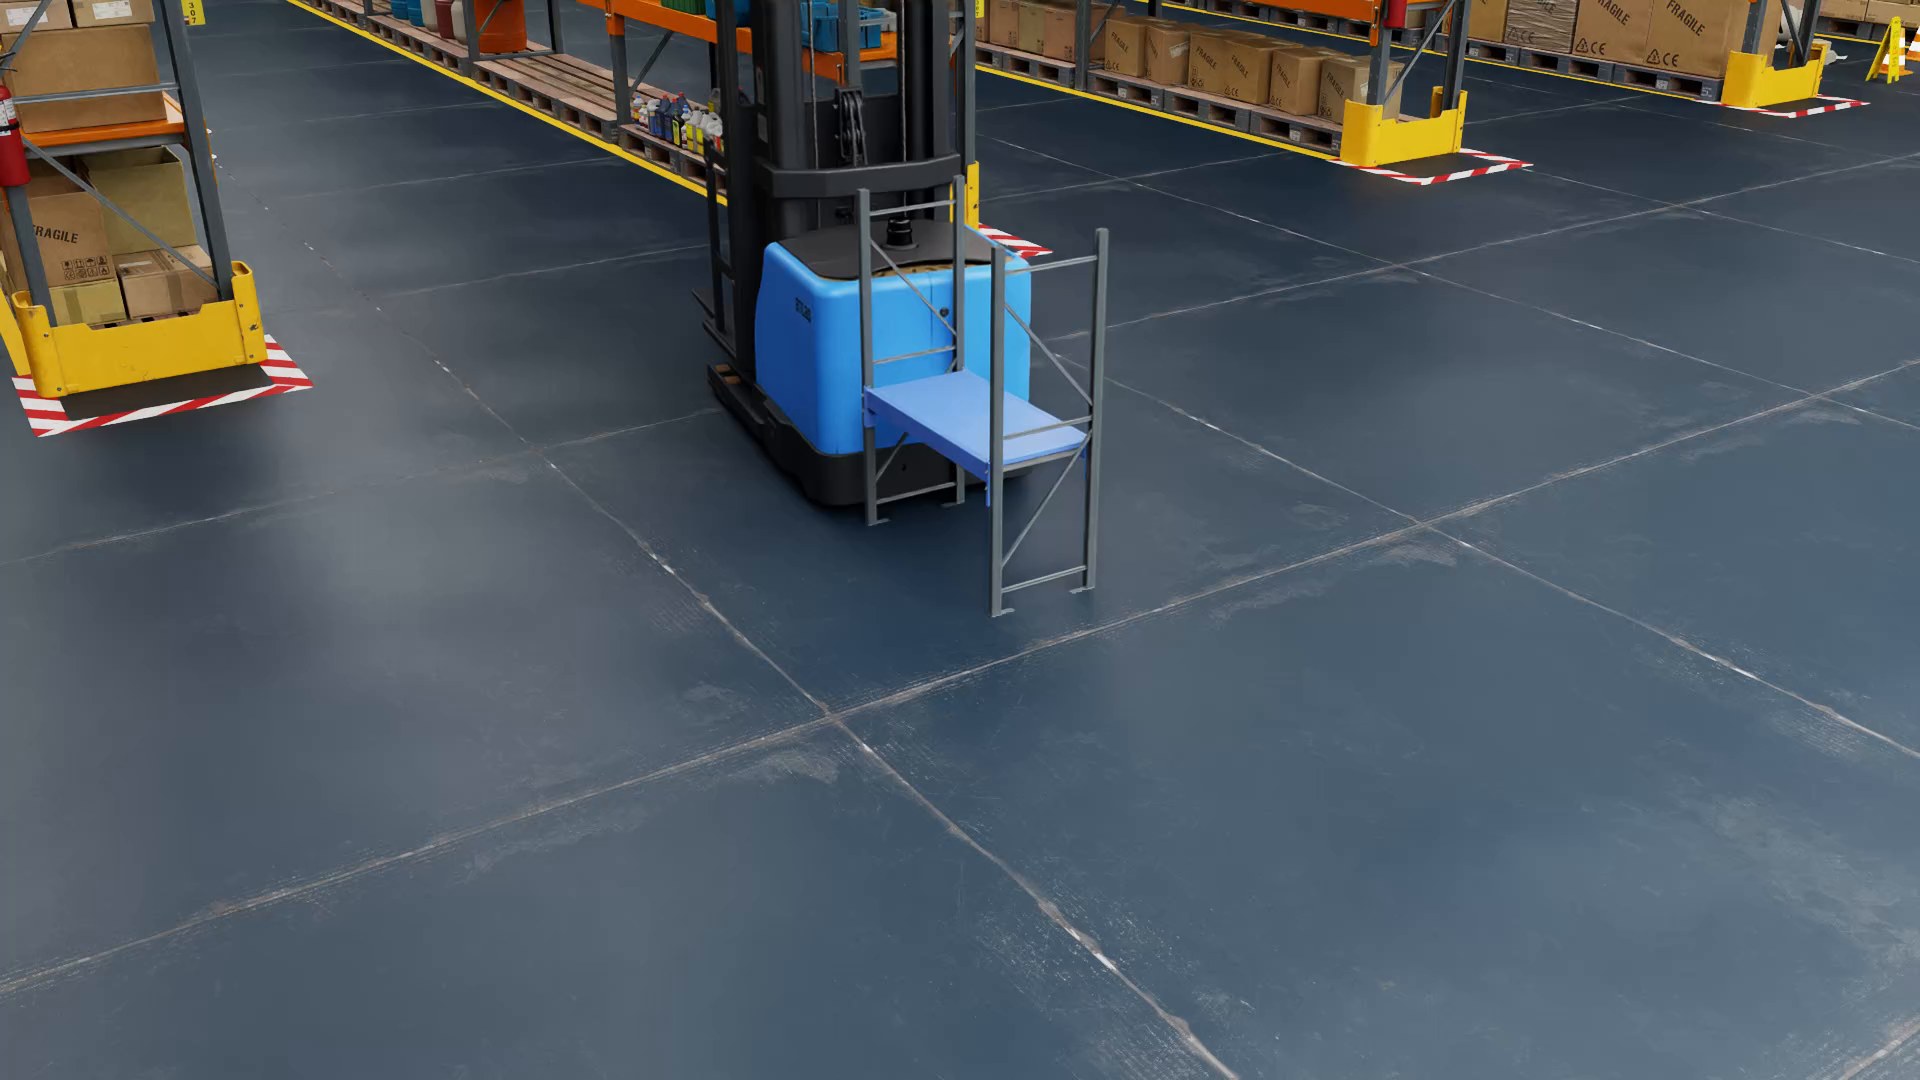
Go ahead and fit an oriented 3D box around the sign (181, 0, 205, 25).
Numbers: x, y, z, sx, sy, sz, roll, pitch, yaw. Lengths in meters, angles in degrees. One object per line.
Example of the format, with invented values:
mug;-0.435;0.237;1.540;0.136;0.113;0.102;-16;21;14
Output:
sign;-4.029;-2.862;8.692;0.100;0.325;0.005;-16;29;-30

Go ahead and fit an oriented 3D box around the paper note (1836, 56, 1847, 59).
paper note;9.924;-5.456;18.772;0.142;0.019;0.148;18;31;33

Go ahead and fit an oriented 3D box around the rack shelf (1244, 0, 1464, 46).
rack shelf;2.713;-5.005;15.181;1.077;0.370;4.000;-16;29;-30

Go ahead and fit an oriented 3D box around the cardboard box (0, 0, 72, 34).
cardboard box;-4.865;-2.738;8.660;0.380;0.149;0.250;-16;30;-30

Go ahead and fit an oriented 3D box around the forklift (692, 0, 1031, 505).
forklift;-0.701;-2.082;8.227;1.130;2.935;3.031;-10;27;-20

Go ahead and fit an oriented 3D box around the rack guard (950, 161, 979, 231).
rack guard;-0.426;-2.346;11.635;1.175;0.500;0.348;-16;29;-30

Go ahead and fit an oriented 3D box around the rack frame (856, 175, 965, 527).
rack frame;-0.200;-0.796;7.179;0.500;1.500;0.032;-15;29;-28

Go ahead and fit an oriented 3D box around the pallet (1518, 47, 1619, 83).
pallet;6.852;-5.177;17.970;1.003;0.211;1.213;-16;29;-30

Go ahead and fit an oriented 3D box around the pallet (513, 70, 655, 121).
pallet;-3.660;-4.339;16.194;1.003;0.211;1.213;-16;29;-30

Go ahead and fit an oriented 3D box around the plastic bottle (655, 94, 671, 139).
plastic bottle;-2.436;-3.507;13.753;0.144;0.351;0.185;-15;29;-28

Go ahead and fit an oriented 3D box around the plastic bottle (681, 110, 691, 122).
plastic bottle;-2.221;-3.360;13.534;0.097;0.271;0.097;0;25;0

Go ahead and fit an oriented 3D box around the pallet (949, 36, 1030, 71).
pallet;0.525;-5.500;18.652;1.003;0.211;1.213;-16;29;-30

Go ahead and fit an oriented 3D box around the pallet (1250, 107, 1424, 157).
pallet;3.349;-3.680;14.798;1.003;0.211;1.213;-16;29;-30

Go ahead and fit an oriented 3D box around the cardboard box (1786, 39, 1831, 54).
cardboard box;9.700;-5.633;19.008;0.380;0.149;0.250;-1;25;-3

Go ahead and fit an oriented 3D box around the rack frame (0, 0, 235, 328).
rack frame;-4.497;-2.308;8.625;1.000;3.000;0.127;-16;29;-30

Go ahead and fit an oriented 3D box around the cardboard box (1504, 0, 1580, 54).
cardboard box;6.612;-5.832;18.086;0.875;0.875;0.875;-15;29;-29

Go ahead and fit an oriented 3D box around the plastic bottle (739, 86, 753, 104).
plastic bottle;-1.831;-3.661;14.078;0.144;0.351;0.185;-17;30;-32

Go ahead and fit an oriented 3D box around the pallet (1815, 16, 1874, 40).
pallet;10.991;-6.425;20.613;1.003;0.211;1.213;-16;29;-30

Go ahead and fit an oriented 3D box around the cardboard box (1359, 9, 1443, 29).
cardboard box;5.418;-6.539;19.731;1.050;0.750;0.750;-16;29;-30

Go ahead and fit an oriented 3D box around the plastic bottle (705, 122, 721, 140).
plastic bottle;-1.905;-3.129;13.039;0.152;0.276;0.135;-16;30;-31

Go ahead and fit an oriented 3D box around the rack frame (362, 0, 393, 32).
rack frame;-6.896;-7.753;20.159;1.000;3.000;0.127;-16;29;-30

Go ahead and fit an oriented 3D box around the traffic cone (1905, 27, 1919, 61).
traffic cone;10.792;-5.630;18.635;0.336;0.463;0.334;-16;29;-30

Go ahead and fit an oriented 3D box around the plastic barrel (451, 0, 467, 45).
plastic barrel;-5.377;-5.739;18.316;0.421;0.512;0.421;0;25;0

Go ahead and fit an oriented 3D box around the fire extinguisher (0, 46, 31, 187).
fire extinguisher;-4.822;-2.122;8.322;0.296;0.674;0.183;-16;29;-30

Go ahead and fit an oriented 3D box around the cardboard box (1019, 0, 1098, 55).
cardboard box;1.059;-5.514;17.829;0.700;0.500;0.500;-16;29;-30

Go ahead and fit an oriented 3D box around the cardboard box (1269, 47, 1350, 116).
cardboard box;3.123;-4.108;14.873;0.500;0.500;0.500;-8;26;-16

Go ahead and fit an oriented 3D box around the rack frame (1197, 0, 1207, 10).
rack frame;3.649;-8.596;21.945;1.000;3.000;0.127;-16;29;-30

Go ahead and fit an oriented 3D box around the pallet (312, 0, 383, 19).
pallet;-8.000;-7.183;22.218;1.003;0.211;1.213;-16;29;-30

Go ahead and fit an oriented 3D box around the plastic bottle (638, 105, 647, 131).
plastic bottle;-2.666;-3.572;14.066;0.097;0.201;0.097;0;25;0

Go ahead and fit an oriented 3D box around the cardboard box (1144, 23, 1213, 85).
cardboard box;2.125;-4.750;16.234;0.500;0.500;0.500;-6;26;-13

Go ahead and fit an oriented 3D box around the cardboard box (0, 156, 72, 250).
cardboard box;-5.597;-2.070;9.972;0.500;0.500;0.500;-16;29;-30

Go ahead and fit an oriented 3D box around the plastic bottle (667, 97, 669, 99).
plastic bottle;-2.434;-3.562;13.947;0.061;0.283;0.133;-16;29;-30

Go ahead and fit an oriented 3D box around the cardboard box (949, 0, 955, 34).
cardboard box;0.134;-6.114;19.101;0.700;0.500;0.500;-18;31;-34

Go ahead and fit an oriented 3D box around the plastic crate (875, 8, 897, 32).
plastic crate;-0.564;-3.736;11.960;0.298;0.136;0.250;-16;29;-30

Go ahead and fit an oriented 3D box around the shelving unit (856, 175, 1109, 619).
shelving unit;0.066;-0.611;6.788;0.538;1.500;1.048;-15;29;-28

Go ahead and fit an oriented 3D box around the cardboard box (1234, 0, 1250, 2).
cardboard box;3.906;-7.530;21.830;1.050;0.750;0.750;-16;30;-30

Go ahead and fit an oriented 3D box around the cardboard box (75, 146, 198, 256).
cardboard box;-4.878;-2.015;9.856;0.500;0.500;0.500;-16;29;-30

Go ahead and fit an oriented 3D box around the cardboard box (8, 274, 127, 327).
cardboard box;-5.038;-1.377;9.382;0.500;0.250;0.500;-16;29;-30

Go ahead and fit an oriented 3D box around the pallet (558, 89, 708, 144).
pallet;-2.990;-3.902;15.269;1.003;0.211;1.213;-16;29;-30

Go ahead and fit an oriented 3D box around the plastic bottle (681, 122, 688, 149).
plastic bottle;-2.198;-3.265;13.416;0.097;0.201;0.097;0;25;0

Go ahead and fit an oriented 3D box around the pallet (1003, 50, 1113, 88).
pallet;1.195;-5.063;17.727;1.003;0.211;1.213;-16;29;-30

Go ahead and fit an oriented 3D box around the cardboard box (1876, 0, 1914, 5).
cardboard box;11.164;-6.622;19.613;0.500;0.500;0.500;-14;29;-28

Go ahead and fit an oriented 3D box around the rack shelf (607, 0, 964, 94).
rack shelf;-1.437;-3.851;12.736;1.077;0.370;4.000;-16;29;-30

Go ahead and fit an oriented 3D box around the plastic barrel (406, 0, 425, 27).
plastic barrel;-6.227;-6.542;19.560;0.600;0.901;0.708;-16;29;-30

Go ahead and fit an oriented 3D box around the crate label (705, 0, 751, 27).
crate label;-1.576;-4.072;12.320;0.502;0.435;0.616;-16;29;-30

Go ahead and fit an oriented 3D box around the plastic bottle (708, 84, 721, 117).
plastic bottle;-2.056;-3.696;14.152;0.144;0.351;0.185;-16;29;-30

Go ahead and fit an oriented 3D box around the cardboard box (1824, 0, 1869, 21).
cardboard box;10.875;-6.470;20.171;0.500;0.250;0.500;-17;30;-31

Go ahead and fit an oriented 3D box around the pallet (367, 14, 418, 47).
pallet;-6.510;-6.206;20.149;1.003;0.211;1.213;-16;29;-30
